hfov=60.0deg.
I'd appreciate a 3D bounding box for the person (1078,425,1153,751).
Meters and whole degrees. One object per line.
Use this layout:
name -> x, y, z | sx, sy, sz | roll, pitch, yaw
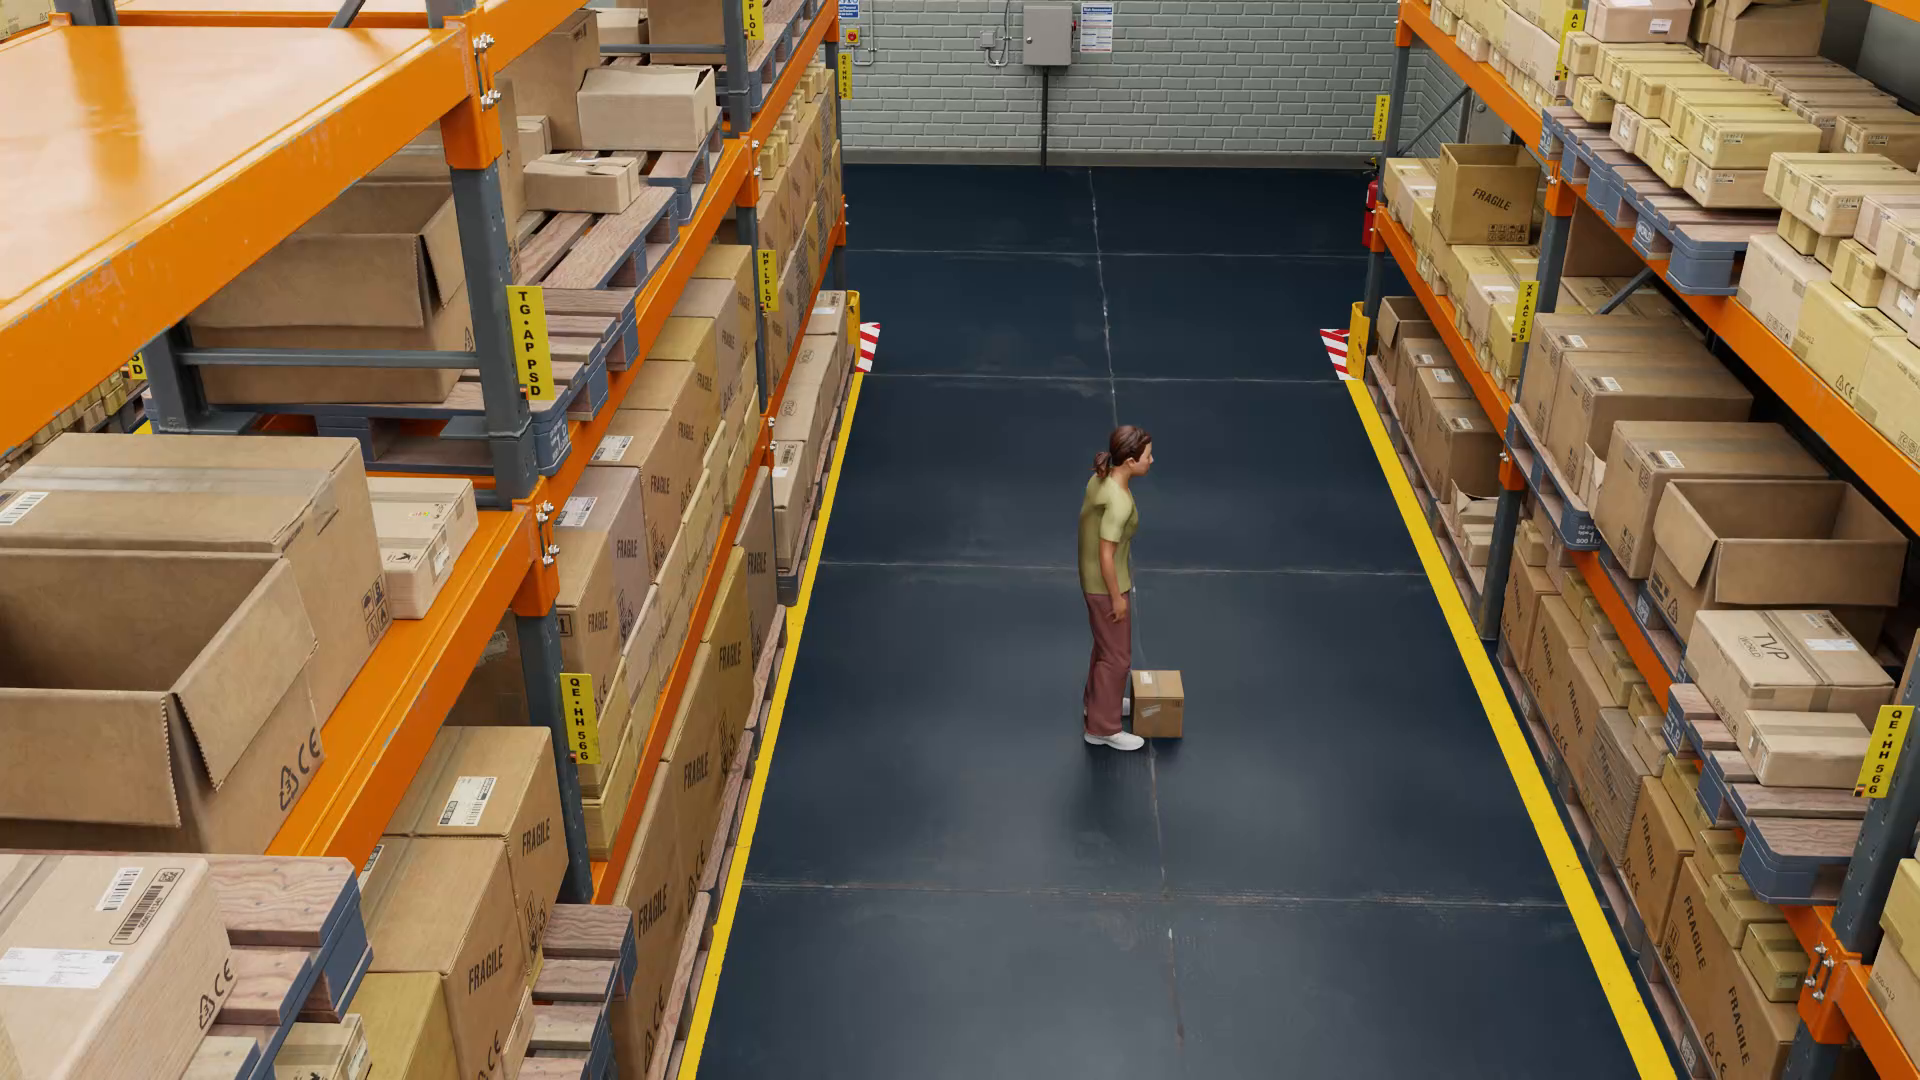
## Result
person -> 0.766, 0.318, 8.278 | 0.375, 1.437, 0.513 | -1, 28, -1
